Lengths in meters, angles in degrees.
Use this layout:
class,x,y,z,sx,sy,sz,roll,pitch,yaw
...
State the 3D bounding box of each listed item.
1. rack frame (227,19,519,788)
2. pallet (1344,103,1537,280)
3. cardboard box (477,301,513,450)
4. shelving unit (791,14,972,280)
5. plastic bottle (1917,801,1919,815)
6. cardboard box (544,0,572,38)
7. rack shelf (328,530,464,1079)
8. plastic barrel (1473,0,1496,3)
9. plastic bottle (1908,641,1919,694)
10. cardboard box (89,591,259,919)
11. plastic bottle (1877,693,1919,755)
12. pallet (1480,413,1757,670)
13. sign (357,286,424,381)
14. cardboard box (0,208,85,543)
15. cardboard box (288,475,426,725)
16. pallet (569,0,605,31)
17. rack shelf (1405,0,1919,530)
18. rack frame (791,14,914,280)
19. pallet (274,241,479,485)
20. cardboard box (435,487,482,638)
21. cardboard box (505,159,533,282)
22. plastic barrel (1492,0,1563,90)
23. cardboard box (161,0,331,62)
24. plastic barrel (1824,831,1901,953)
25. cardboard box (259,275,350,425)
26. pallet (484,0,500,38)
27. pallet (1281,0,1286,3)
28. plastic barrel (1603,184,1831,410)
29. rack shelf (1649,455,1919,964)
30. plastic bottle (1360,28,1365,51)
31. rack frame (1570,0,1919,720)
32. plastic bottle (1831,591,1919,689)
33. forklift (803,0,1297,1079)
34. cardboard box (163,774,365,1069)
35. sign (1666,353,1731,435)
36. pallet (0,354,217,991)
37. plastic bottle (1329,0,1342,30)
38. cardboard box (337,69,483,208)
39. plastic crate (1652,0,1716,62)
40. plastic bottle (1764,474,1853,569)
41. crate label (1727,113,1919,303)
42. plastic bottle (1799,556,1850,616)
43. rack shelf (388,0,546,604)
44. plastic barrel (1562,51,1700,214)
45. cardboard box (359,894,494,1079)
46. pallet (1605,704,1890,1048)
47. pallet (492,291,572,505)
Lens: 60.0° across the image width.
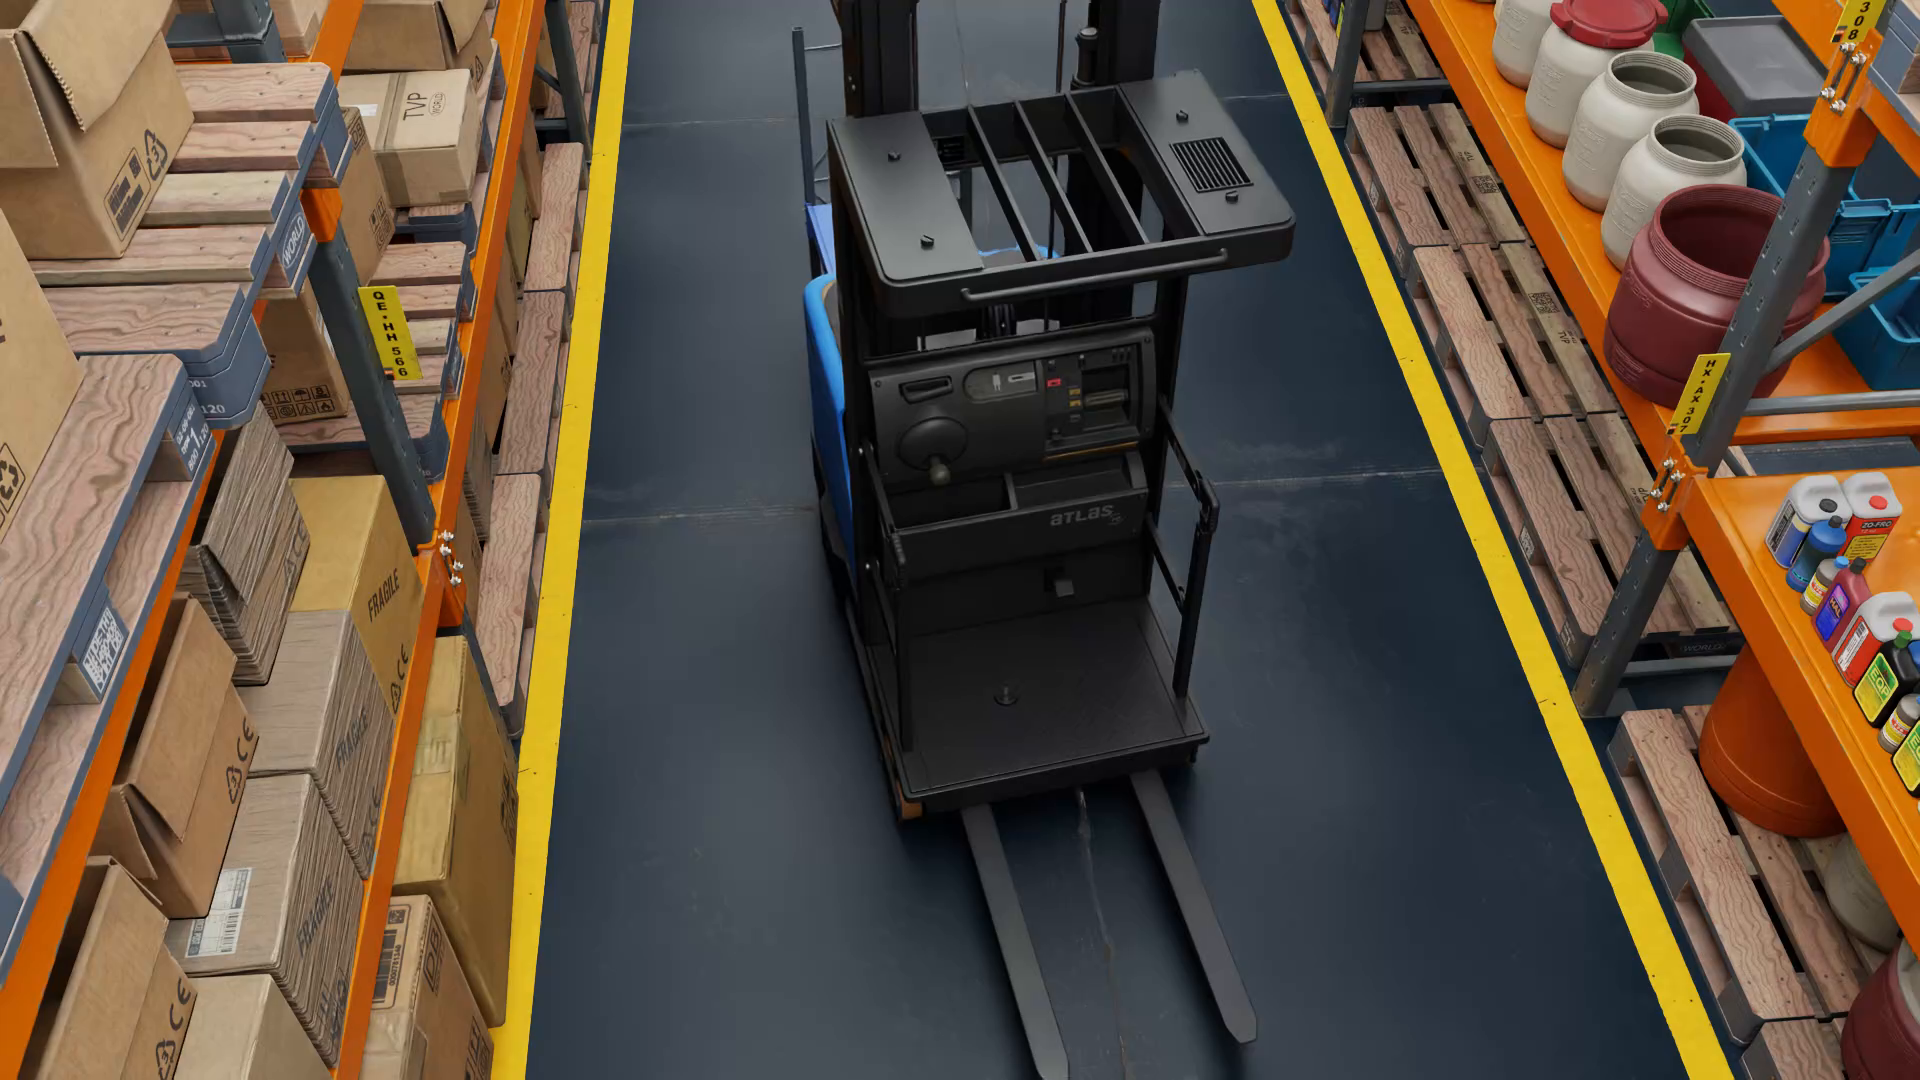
class,x,y,z,sx,sy,sz,roll,pitch,yaw
rack frame,-2.111,-0.129,4.943,1.000,3.000,0.127,-3,47,-3
pallet,2.594,-1.799,8.445,1.003,0.211,1.213,-3,47,-3
cardboard box,-2.300,-0.715,6.916,0.700,0.500,0.500,0,47,0
shelving unit,-0.323,-1.258,7.045,0.538,1.500,1.048,-10,47,-9
plastic bottle,2.590,0.631,4.312,0.097,0.271,0.097,0,47,0
cardboard box,-2.495,-3.014,9.107,0.500,0.500,0.500,10,47,9
rack shelf,-1.944,1.565,3.833,1.077,0.370,4.000,-3,47,-3
plastic barrel,2.351,-2.665,7.251,0.433,0.535,0.433,0,47,0
plastic bottle,2.621,0.364,4.565,0.097,0.271,0.097,0,47,0
cardboard box,-2.014,0.493,3.594,0.797,0.503,0.637,-3,47,-2
plastic bottle,2.571,0.488,4.495,0.097,0.201,0.097,0,47,0
pallet,2.798,-0.034,6.773,1.003,0.211,1.213,-3,47,-3
sign,-1.558,-0.563,4.556,0.100,0.325,0.005,-3,47,-3
cardboard box,-1.828,-0.283,2.665,0.500,0.500,0.500,-1,47,-1
cardboard box,-1.823,0.179,4.582,0.500,0.500,0.500,-2,47,-2
pallet,-2.643,-3.433,9.992,1.003,0.211,1.213,-3,47,-3
rack shelf,2.657,-1.630,6.859,1.077,0.370,4.000,-3,47,-3
rack frame,-0.445,-1.617,7.385,0.500,1.500,0.032,-10,47,-9
pallet,-2.277,-0.572,5.495,1.213,0.211,1.003,-3,47,-3
cardboard box,-2.187,0.096,6.148,0.700,0.500,0.500,-6,47,-5
cardboard box,-2.395,-1.523,7.682,0.700,0.500,0.500,-4,47,-4
plastic barrel,2.413,-2.134,6.748,0.433,0.535,0.433,0,47,0
cardboard box,-1.897,-1.464,4.245,0.500,0.250,0.500,-3,47,-3
plastic barrel,3.019,1.037,5.263,0.421,0.512,0.421,0,47,0
cardboard box,-2.196,-0.696,5.122,0.500,0.500,0.500,-9,47,-8
pallet,-2.527,-2.395,7.221,1.003,0.211,1.213,-3,47,-3
pallet,2.370,-3.738,10.282,1.003,0.211,1.213,-3,47,-3
plastic barrel,2.484,-0.794,5.479,0.600,0.536,0.708,-3,47,-3
rack shelf,2.992,1.264,4.119,1.077,0.370,4.000,-3,47,-3
plastic bottle,2.149,-2.757,9.056,0.097,0.201,0.097,0,47,0
rack frame,2.825,-0.430,5.228,1.000,3.000,0.127,-3,47,-3
plastic bottle,2.577,0.280,4.641,0.152,0.276,0.135,-3,47,-3
forklift,0.231,-0.324,5.175,1.130,2.935,3.031,-10,47,-9
cardboard box,-1.740,0.915,3.885,0.500,0.500,0.500,-5,47,-5
sign,2.277,-0.448,5.132,0.100,0.325,0.005,-3,47,-3
pallet,-1.908,0.176,2.718,1.003,0.211,1.213,-2,47,-1
plastic bottle,2.149,-3.013,9.195,0.144,0.351,0.185,-5,47,-4
cardboard box,-2.022,-1.448,6.006,0.500,0.250,0.500,-5,47,-4
plastic crate,2.917,-2.008,6.869,0.450,0.188,0.662,-3,47,-3
plastic bottle,2.539,-0.055,4.958,0.152,0.276,0.135,-3,47,-3
crate label,3.011,-1.177,5.911,0.502,0.435,0.616,-3,47,-3
plastic bottle,2.529,0.127,4.837,0.097,0.201,0.097,0,47,0
rack shelf,-2.278,-1.329,6.574,1.077,0.370,4.000,-3,47,-3
plastic barrel,2.490,-1.505,6.168,0.421,0.512,0.421,0,47,0
cardboard box,-2.007,1.603,4.476,1.225,0.875,0.875,-3,47,-3
pallet,2.932,1.097,5.702,1.003,0.211,1.213,-3,47,-3
pallet,-2.274,-0.616,7.325,1.003,0.211,1.213,-3,47,-3
